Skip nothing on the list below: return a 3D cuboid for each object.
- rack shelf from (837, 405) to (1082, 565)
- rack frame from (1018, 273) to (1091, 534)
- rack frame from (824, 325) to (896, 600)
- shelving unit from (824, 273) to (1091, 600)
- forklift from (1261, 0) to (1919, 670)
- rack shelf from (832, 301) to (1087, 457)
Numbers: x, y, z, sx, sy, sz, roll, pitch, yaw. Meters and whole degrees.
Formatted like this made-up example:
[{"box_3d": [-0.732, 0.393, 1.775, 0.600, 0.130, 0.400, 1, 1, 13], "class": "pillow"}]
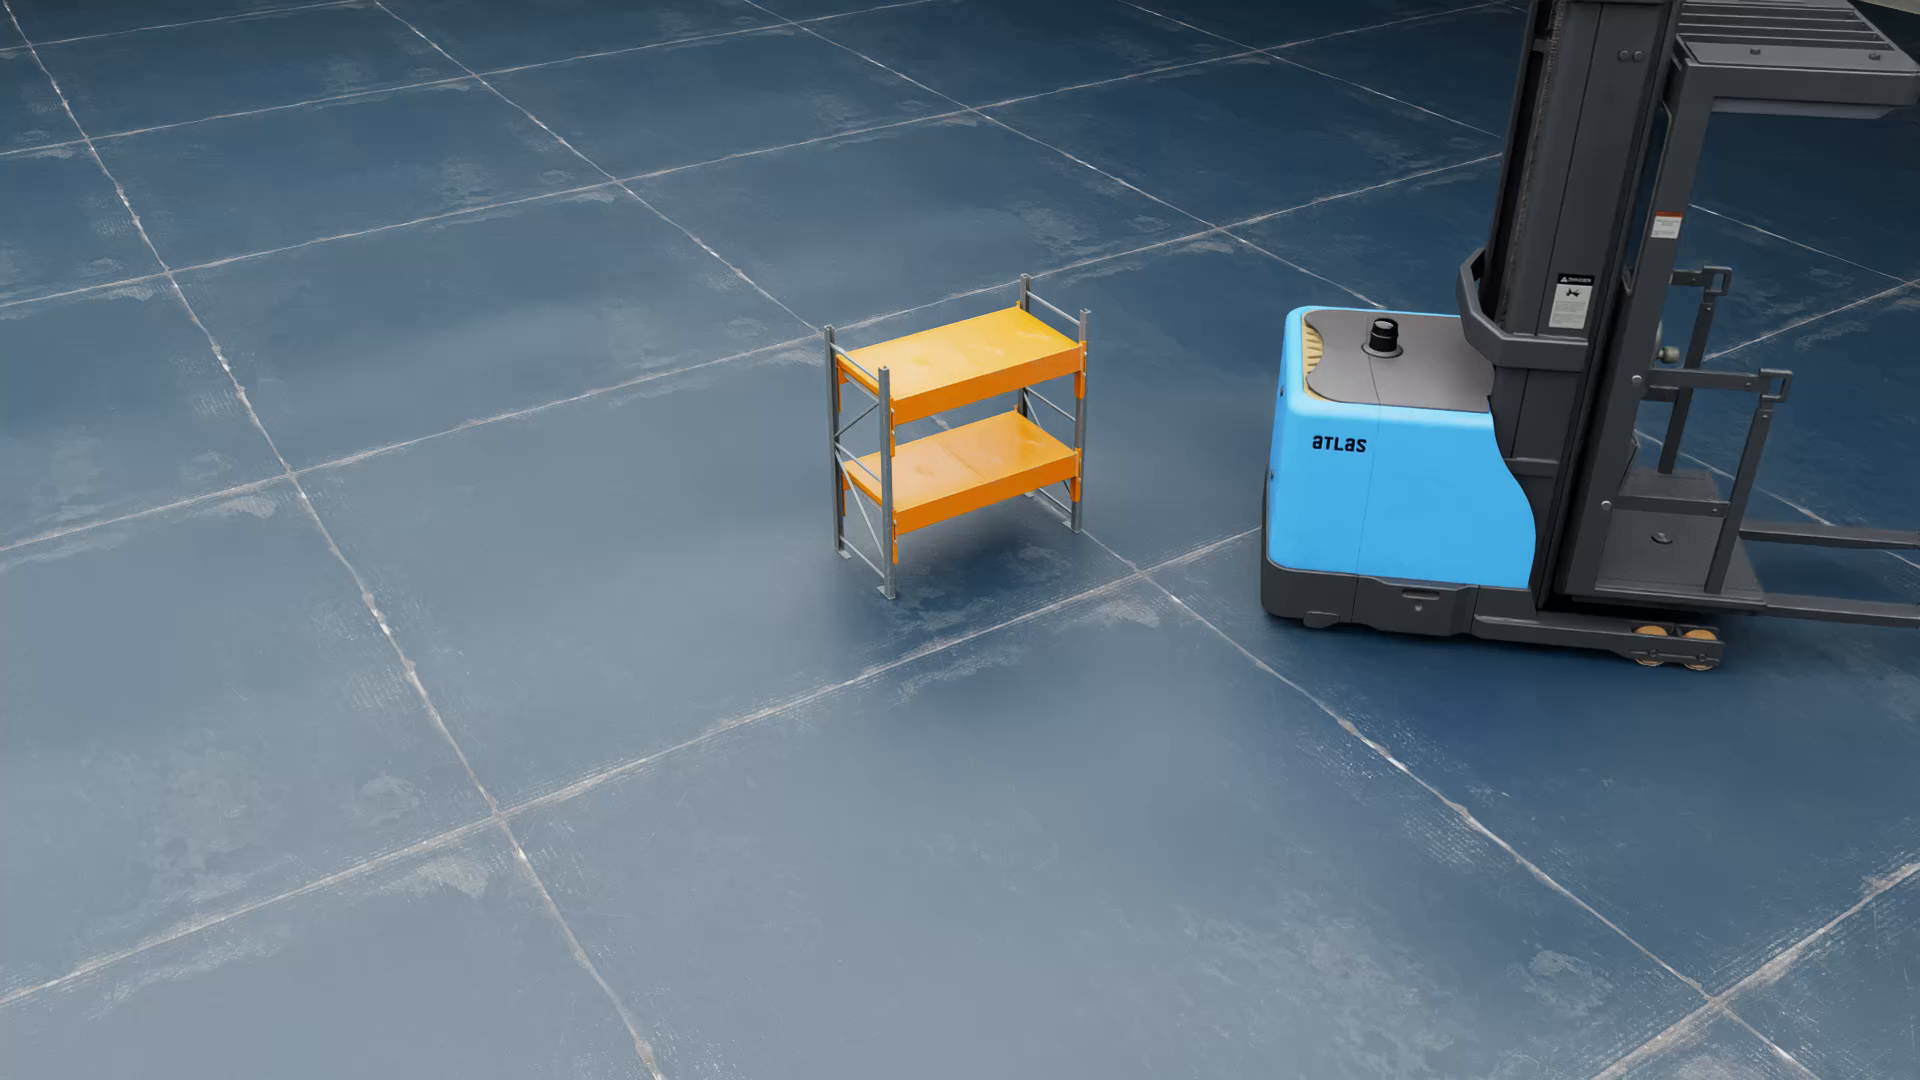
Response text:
[{"box_3d": [-0.006, -0.267, 7.577, 1.000, 0.278, 0.538, -19, 37, -27], "class": "rack shelf"}, {"box_3d": [0.422, -0.621, 7.680, 0.032, 1.125, 0.500, -19, 37, -27], "class": "rack frame"}, {"box_3d": [-0.433, -0.327, 7.214, 0.032, 1.125, 0.500, -19, 37, -27], "class": "rack frame"}, {"box_3d": [-0.006, -0.474, 7.447, 1.048, 1.125, 0.538, -19, 37, -27], "class": "shelving unit"}, {"box_3d": [2.864, -1.006, 6.597, 3.031, 2.935, 1.130, 5, 33, 8], "class": "forklift"}, {"box_3d": [-0.006, -0.721, 7.291, 1.000, 0.278, 0.538, -19, 37, -27], "class": "rack shelf"}]
